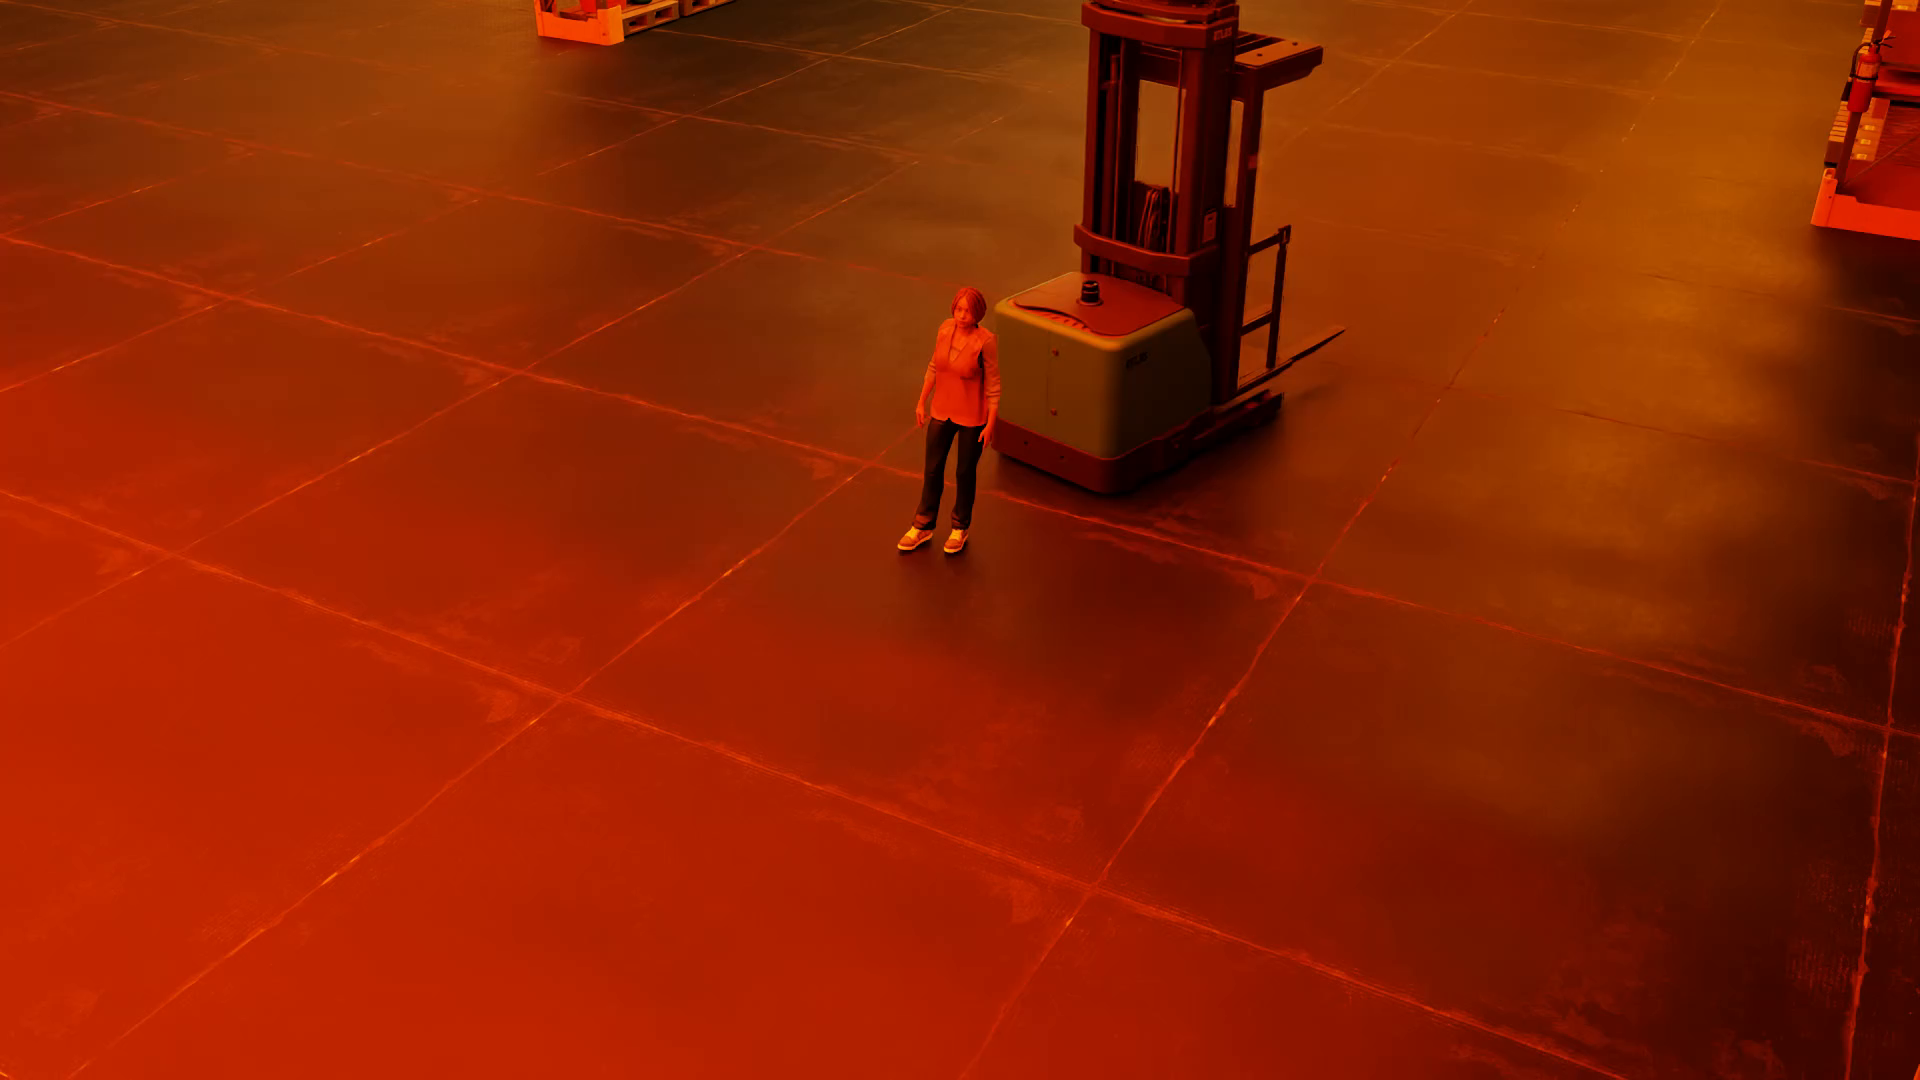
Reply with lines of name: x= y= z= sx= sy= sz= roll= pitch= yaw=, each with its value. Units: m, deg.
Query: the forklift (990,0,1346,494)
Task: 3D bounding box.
forklift: x=1.571 y=-2.205 z=10.891 sx=1.130 sy=2.935 sz=3.031 roll=25 pitch=38 yaw=36

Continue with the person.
person: x=-0.048 y=-0.669 z=9.550 sx=0.520 sy=1.597 sz=0.476 roll=15 pitch=33 yaw=25
